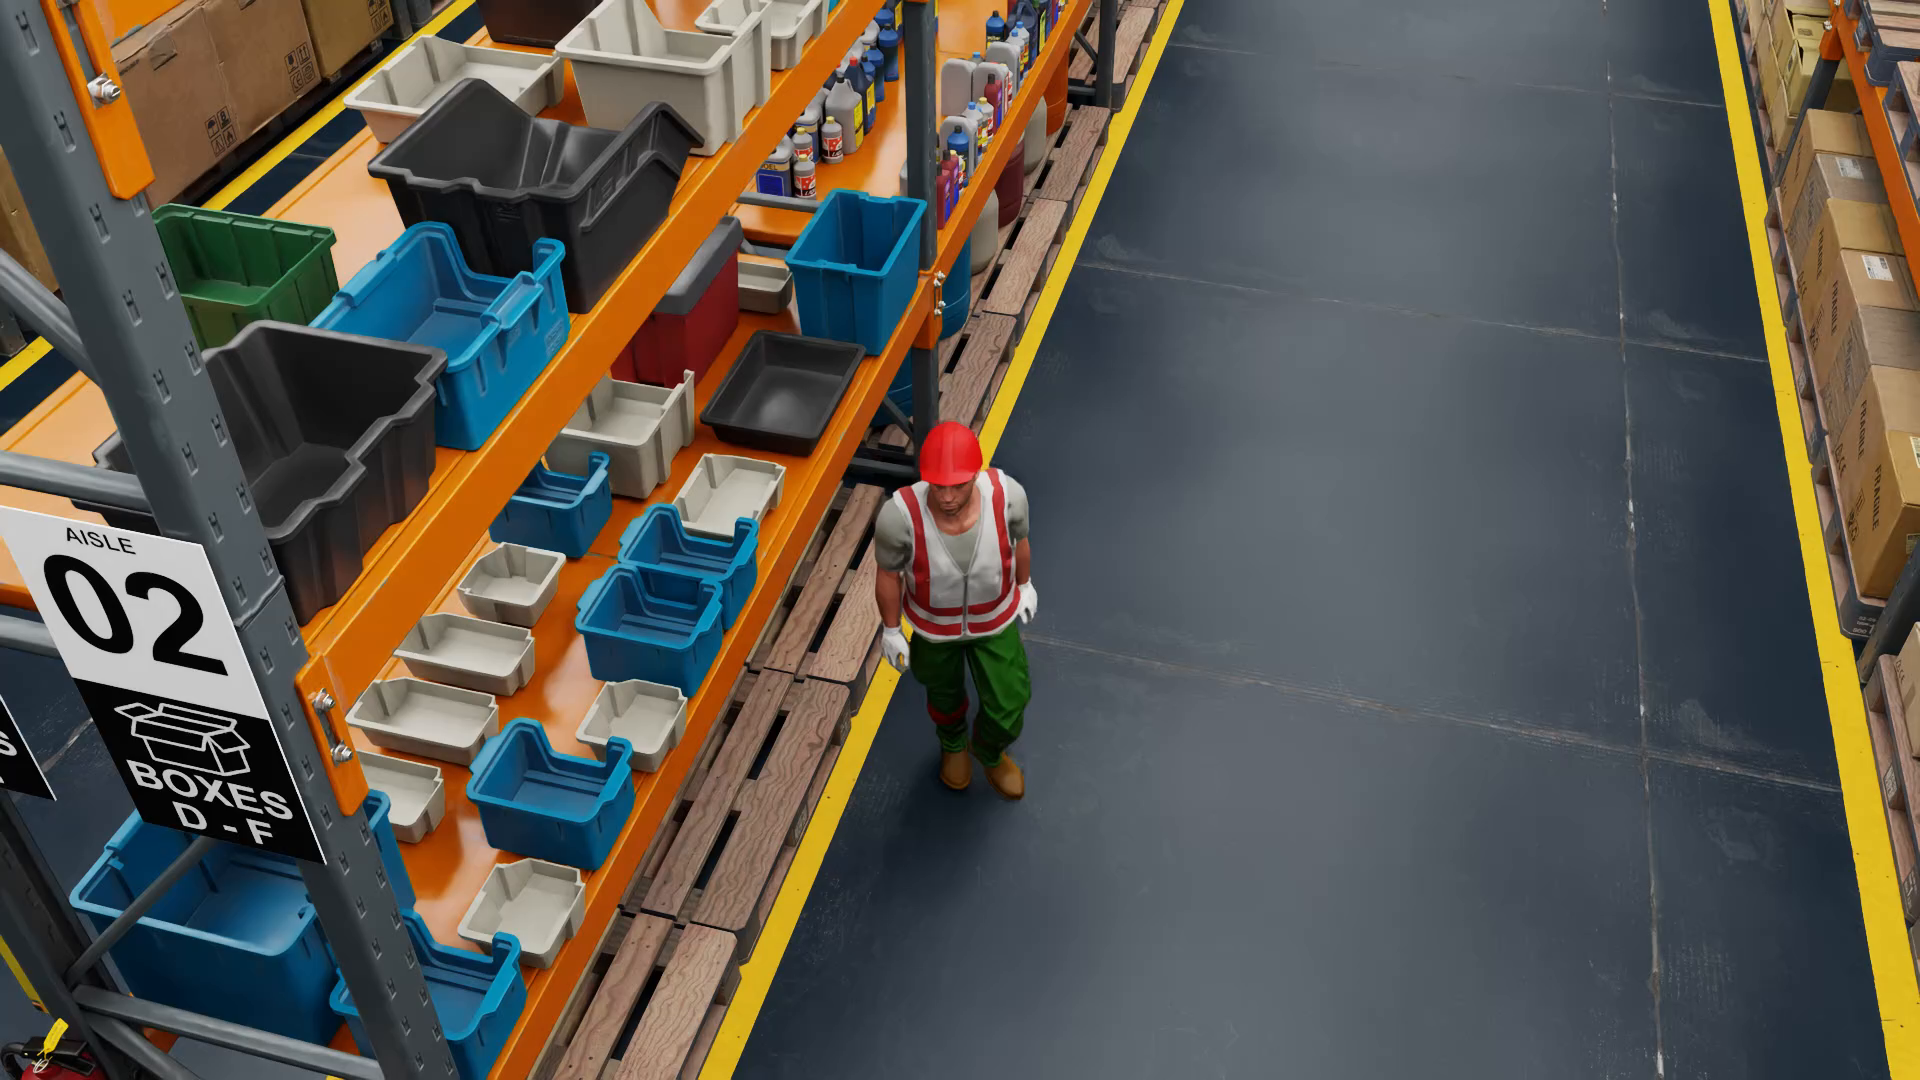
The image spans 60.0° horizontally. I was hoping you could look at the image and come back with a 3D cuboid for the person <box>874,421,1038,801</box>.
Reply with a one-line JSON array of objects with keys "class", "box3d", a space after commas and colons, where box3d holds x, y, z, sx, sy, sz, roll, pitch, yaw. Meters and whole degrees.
[{"class": "person", "box3d": [-0.002, 0.268, 5.797, 0.579, 1.766, 0.518, -3, 41, -4]}]
